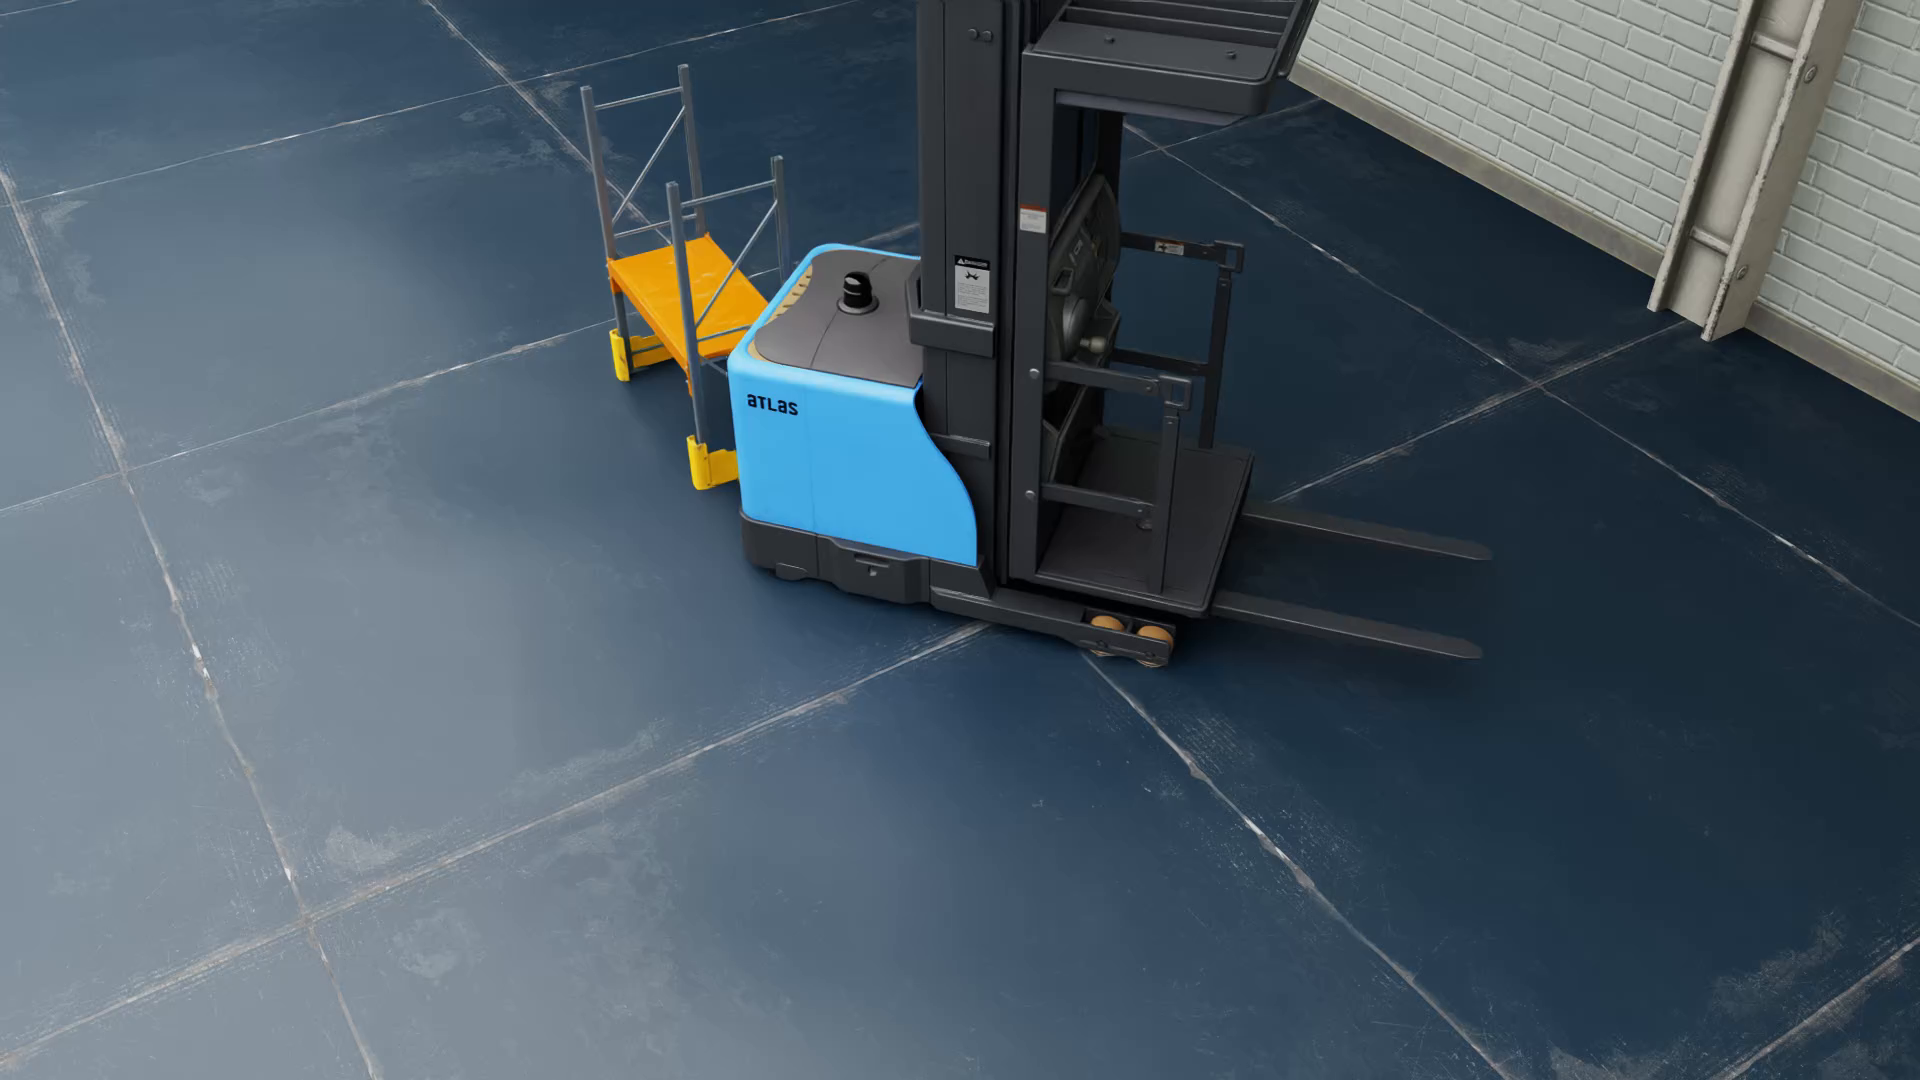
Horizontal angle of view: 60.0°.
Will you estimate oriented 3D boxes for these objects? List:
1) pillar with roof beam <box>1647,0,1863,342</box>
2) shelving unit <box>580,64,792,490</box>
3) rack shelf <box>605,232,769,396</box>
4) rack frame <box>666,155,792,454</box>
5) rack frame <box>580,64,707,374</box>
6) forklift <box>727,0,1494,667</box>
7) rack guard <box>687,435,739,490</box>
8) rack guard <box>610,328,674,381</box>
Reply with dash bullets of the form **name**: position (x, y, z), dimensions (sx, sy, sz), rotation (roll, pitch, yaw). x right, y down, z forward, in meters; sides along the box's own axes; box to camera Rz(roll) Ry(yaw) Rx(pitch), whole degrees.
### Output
- **pillar with roof beam**: position (0.203, -3.141, 3.990), dimensions (9.100, 9.000, 0.400), rotation (-22, 45, -24)
- **shelving unit**: position (-1.188, -1.188, 7.505), dimensions (0.587, 1.500, 1.083), rotation (-20, 44, -22)
- **rack shelf**: position (-1.192, -1.055, 7.626), dimensions (0.538, 0.185, 1.000), rotation (-20, 44, -22)
- **rack frame**: position (-0.944, -0.909, 7.170), dimensions (0.500, 1.500, 0.032), rotation (-20, 44, -22)
- **rack frame**: position (-1.440, -1.478, 7.852), dimensions (0.500, 1.500, 0.032), rotation (-20, 44, -22)
- **forklift**: position (0.654, -1.002, 6.163), dimensions (3.031, 2.935, 1.130), rotation (12, 41, 14)
- **rack guard**: position (-0.945, -0.430, 7.571), dimensions (0.587, 0.250, 0.087), rotation (-20, 44, -22)
- **rack guard**: position (-1.430, -0.987, 8.239), dimensions (0.587, 0.250, 0.087), rotation (-20, 44, -22)
